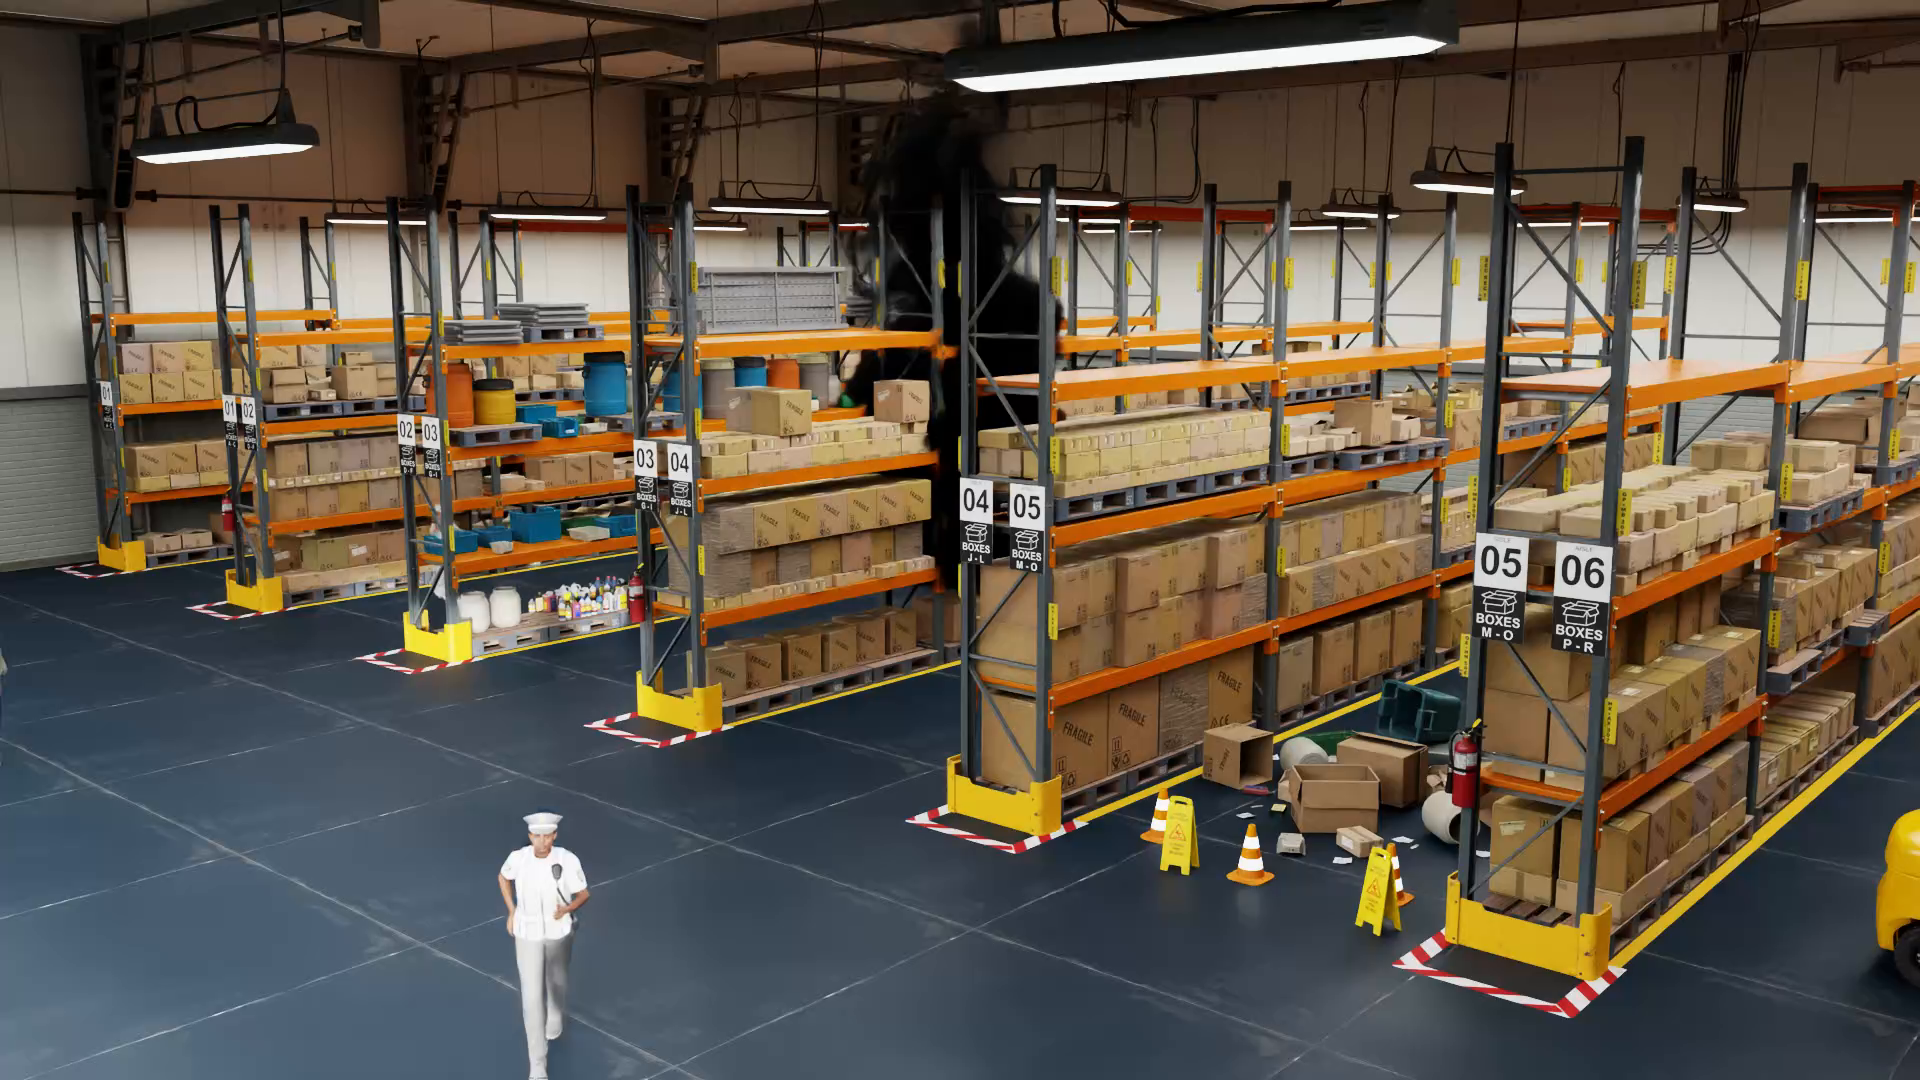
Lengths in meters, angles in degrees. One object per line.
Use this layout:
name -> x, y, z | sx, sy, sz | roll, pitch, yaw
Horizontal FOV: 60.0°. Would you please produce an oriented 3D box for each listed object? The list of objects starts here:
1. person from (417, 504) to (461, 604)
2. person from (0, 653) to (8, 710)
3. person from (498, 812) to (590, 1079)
person -> -7.471, 0.339, 23.988 | 0.669, 1.732, 0.660 | 8, 12, 40
person -> -9.858, 1.607, 16.727 | 0.517, 1.630, 0.784 | -6, 11, -34
person -> -2.675, 2.569, 10.750 | 0.569, 1.741, 0.841 | -2, 10, -14
